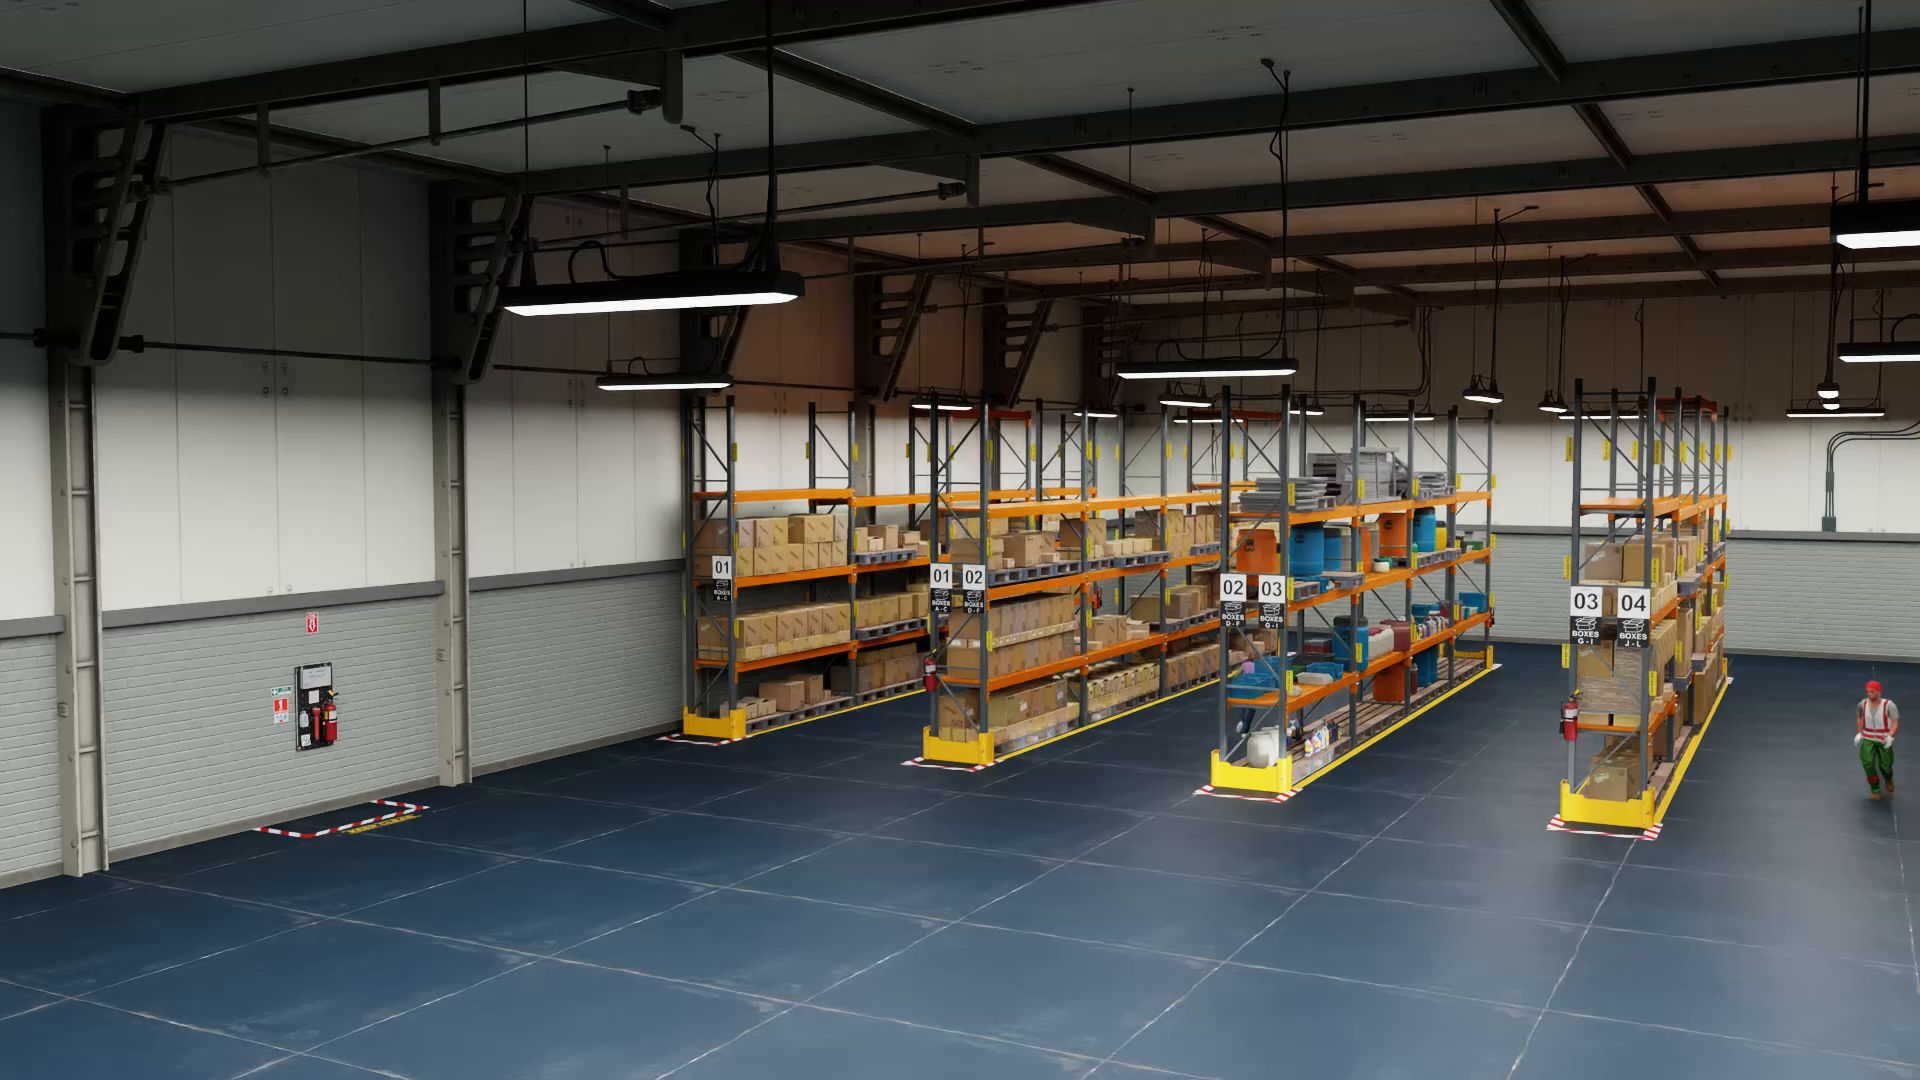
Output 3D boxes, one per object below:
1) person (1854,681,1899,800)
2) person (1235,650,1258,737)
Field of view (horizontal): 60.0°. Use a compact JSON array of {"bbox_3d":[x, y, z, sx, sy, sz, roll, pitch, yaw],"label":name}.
[{"bbox_3d":[13.330,2.884,24.186,0.592,1.698,0.796,3,4,40],"label":"person"},{"bbox_3d":[5.132,2.708,29.461,0.488,1.498,0.743,2,3,31],"label":"person"}]
